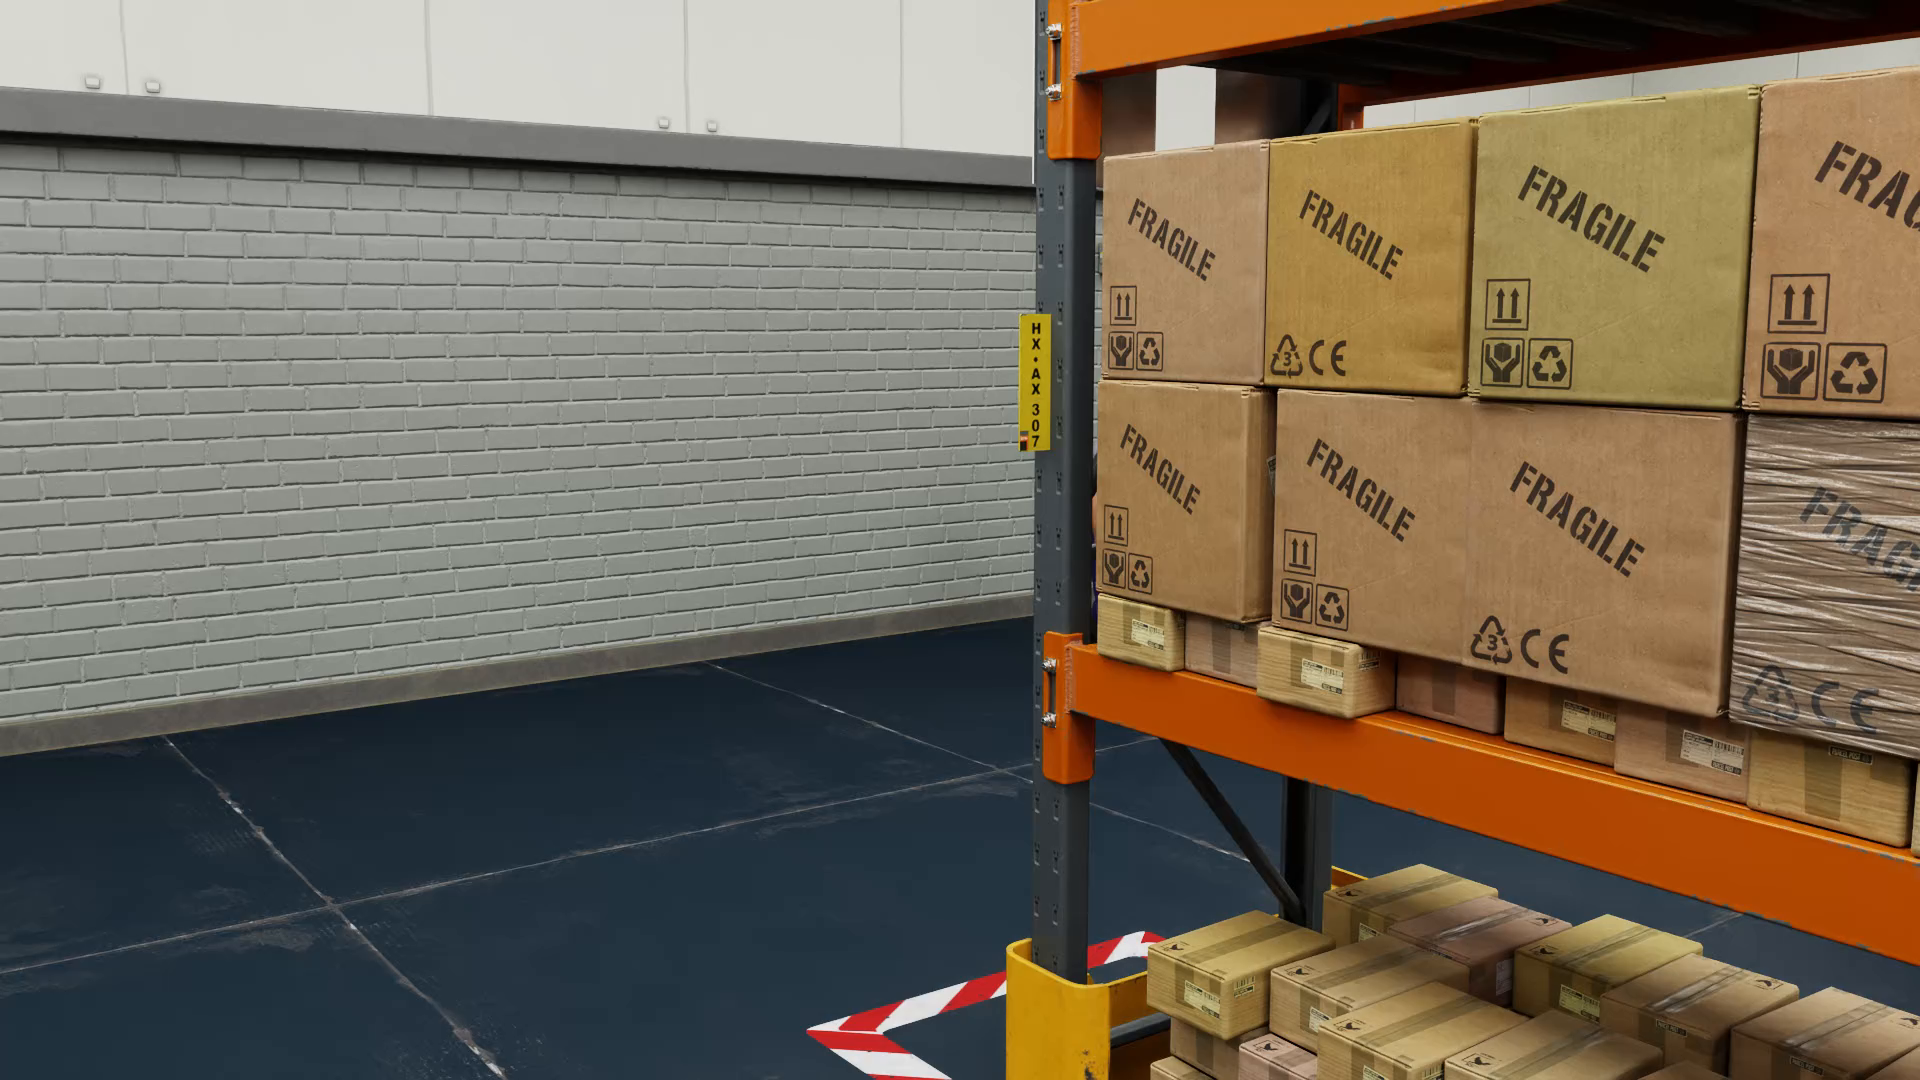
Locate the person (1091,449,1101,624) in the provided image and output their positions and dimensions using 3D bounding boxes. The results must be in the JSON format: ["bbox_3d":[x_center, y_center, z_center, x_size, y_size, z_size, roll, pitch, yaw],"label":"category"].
[{"bbox_3d":[0.955,-0.014,9.492,0.557,1.636,0.425,-6,10,-39],"label":"person"}]
